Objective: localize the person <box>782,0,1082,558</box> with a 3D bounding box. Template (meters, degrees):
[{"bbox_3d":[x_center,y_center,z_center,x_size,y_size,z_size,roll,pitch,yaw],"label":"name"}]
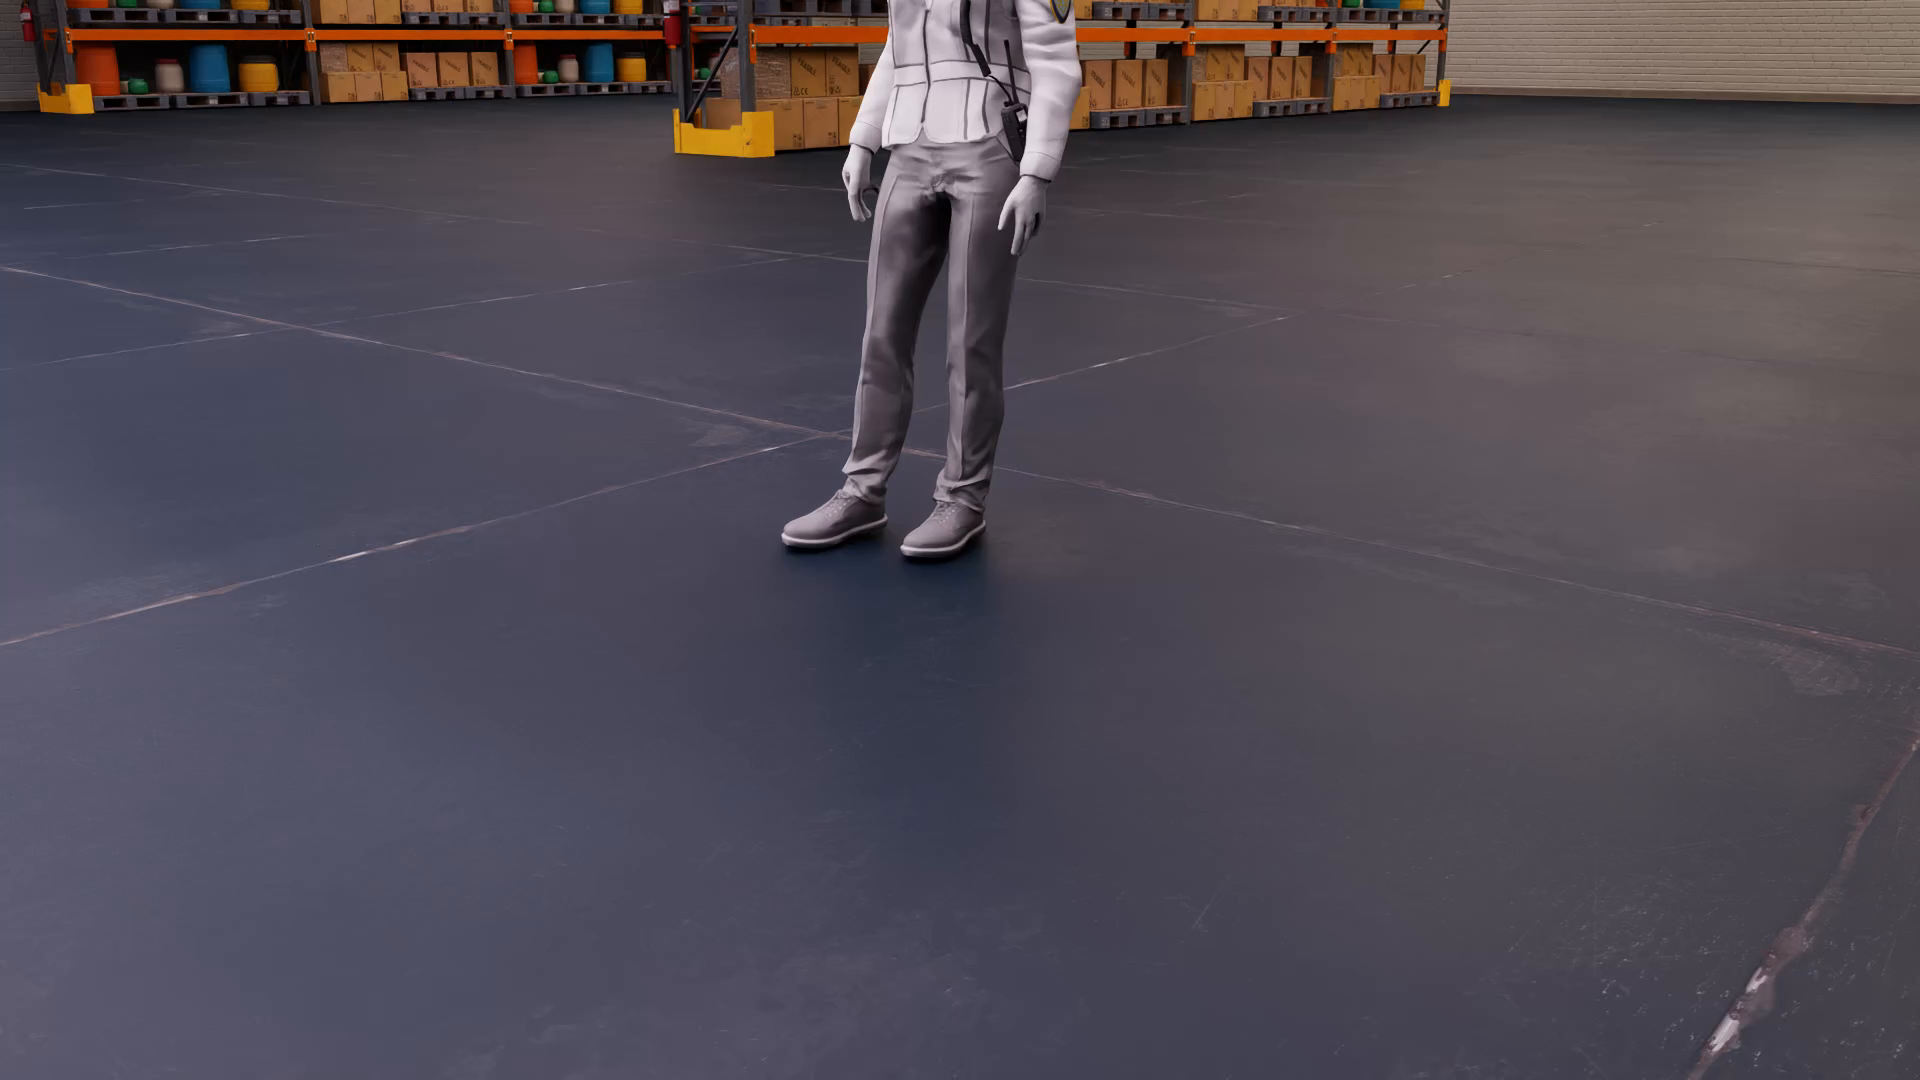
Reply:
[{"bbox_3d":[-0.050,-0.804,3.647,0.586,1.694,0.530,13,21,37],"label":"person"}]
